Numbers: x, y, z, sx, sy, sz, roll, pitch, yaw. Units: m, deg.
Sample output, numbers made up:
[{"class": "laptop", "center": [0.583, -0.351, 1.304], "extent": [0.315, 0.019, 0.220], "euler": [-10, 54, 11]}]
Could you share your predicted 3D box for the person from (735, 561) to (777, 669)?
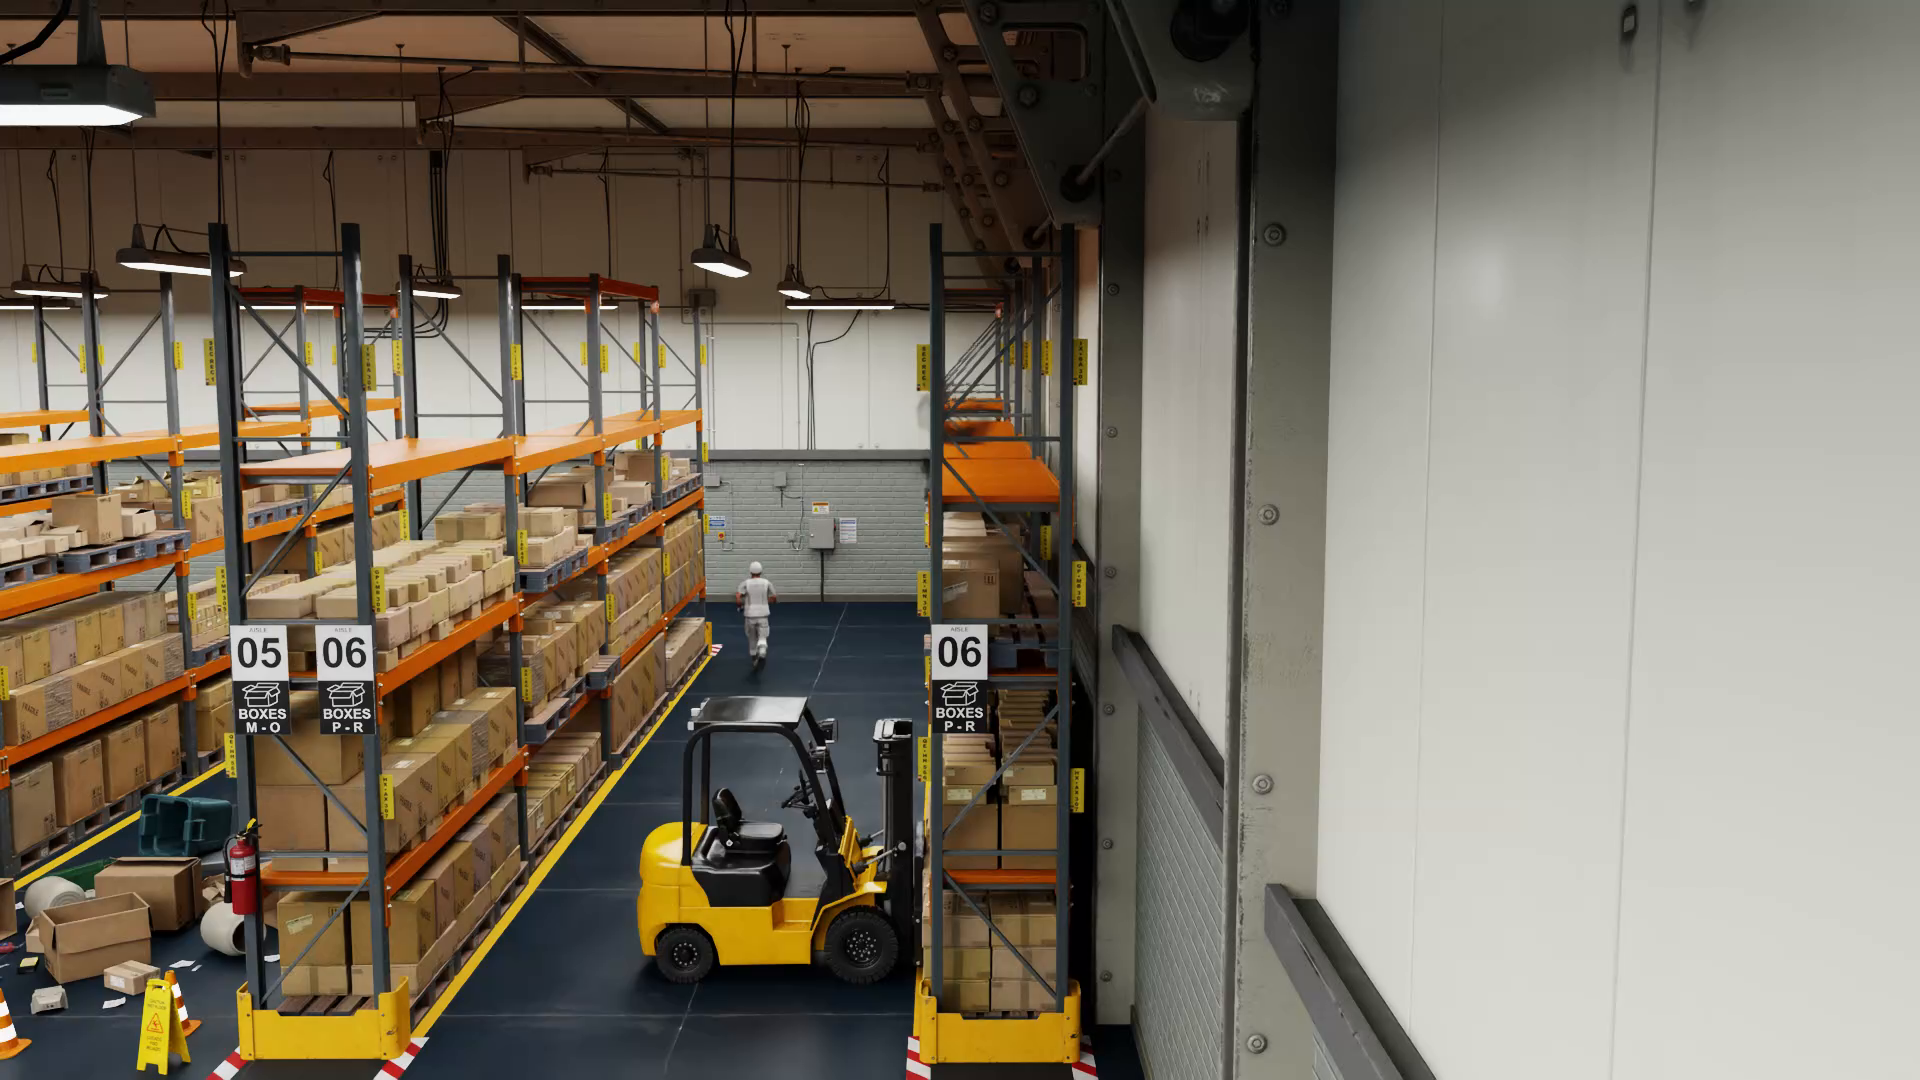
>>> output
[{"class": "person", "center": [-3.216, 1.213, 26.240], "extent": [0.658, 1.768, 0.971], "euler": [-1, 7, -8]}]
